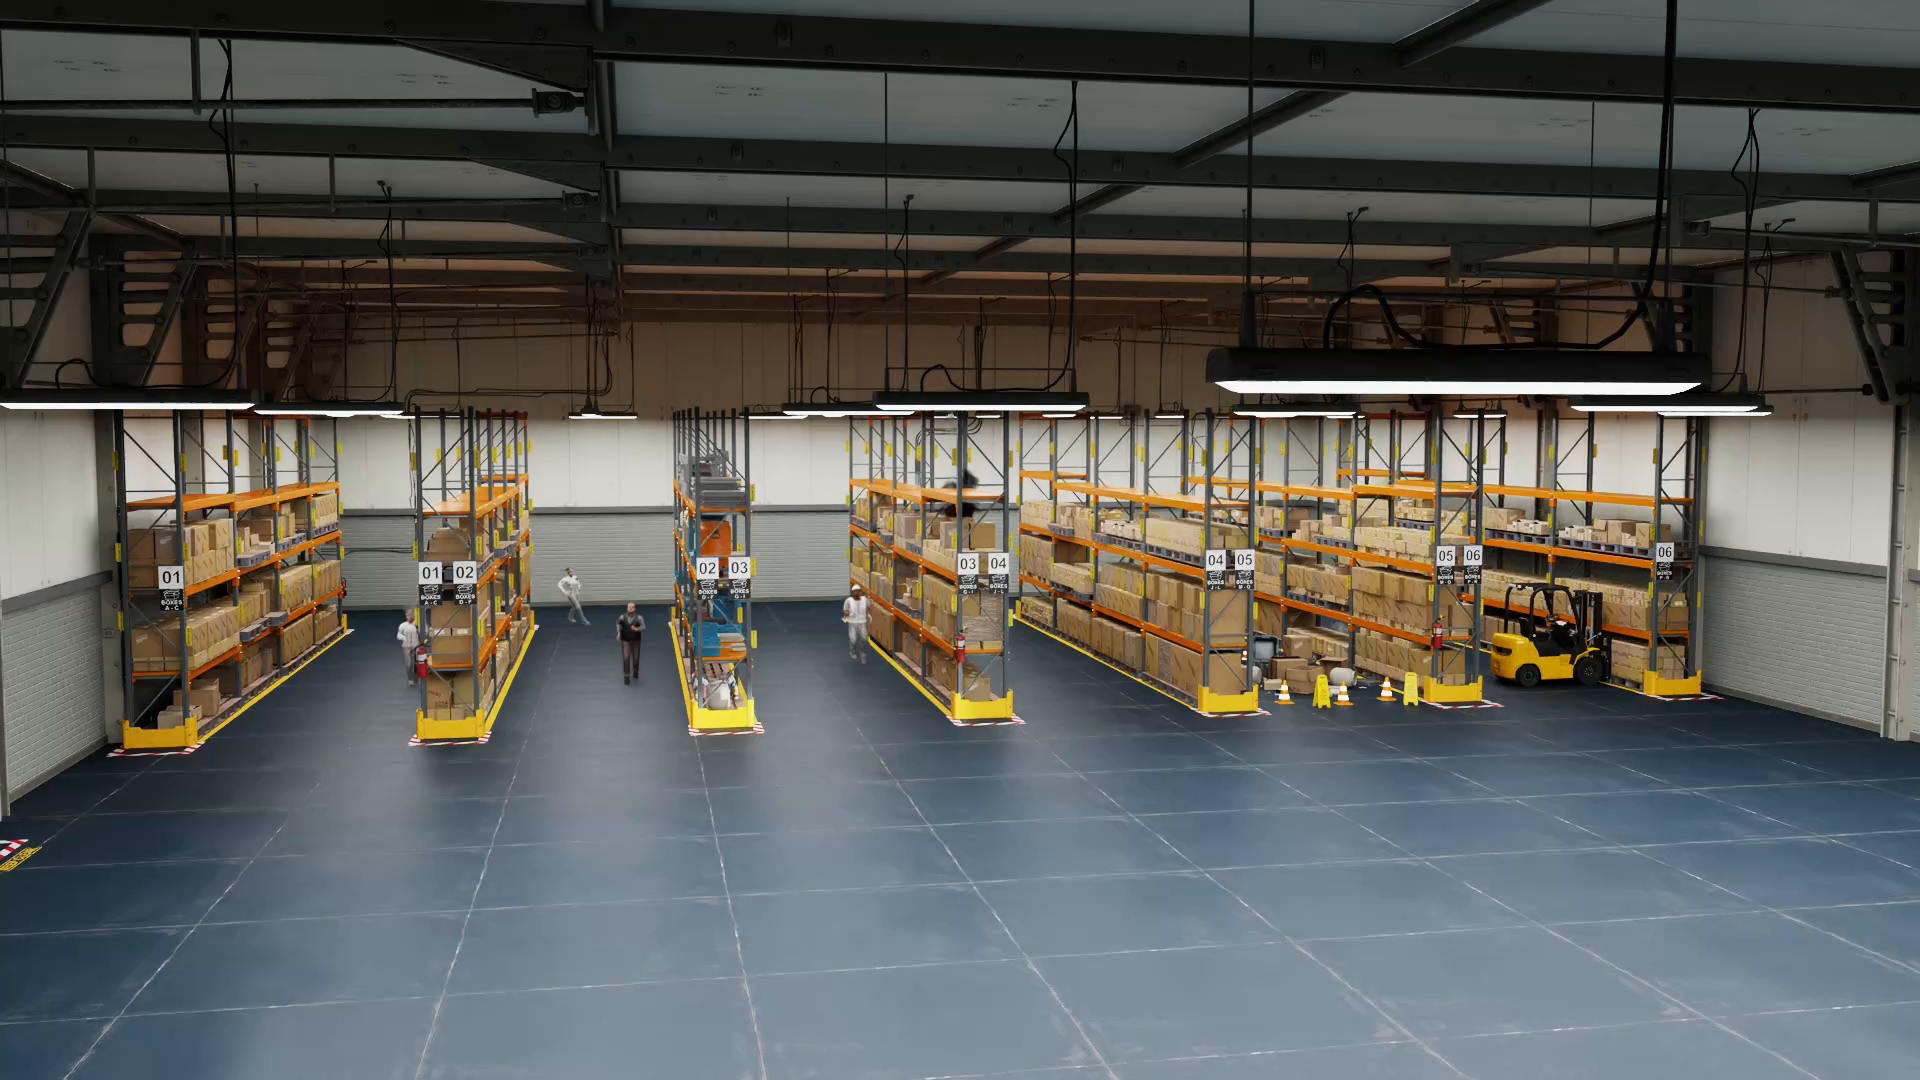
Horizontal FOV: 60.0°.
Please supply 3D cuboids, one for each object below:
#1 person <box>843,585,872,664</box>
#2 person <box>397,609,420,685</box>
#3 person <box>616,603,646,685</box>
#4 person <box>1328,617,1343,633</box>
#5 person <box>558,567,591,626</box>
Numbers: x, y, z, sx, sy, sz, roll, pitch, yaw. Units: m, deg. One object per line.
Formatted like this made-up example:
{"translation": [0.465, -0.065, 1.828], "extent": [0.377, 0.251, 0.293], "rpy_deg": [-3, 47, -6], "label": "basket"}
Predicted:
{"translation": [-2.333, 1.943, 38.009], "extent": [0.697, 1.820, 0.673], "rpy_deg": [-1, 4, -11], "label": "person"}
{"translation": [-11.867, 2.321, 35.999], "extent": [0.600, 1.657, 0.566], "rpy_deg": [-1, 4, -19], "label": "person"}
{"translation": [-7.208, 2.245, 36.452], "extent": [0.645, 1.731, 0.904], "rpy_deg": [-1, 4, -10], "label": "person"}
{"translation": [9.935, 1.825, 43.725], "extent": [0.521, 1.597, 0.714], "rpy_deg": [-1, 4, -8], "label": "person"}
{"translation": [-10.868, 1.571, 46.649], "extent": [0.851, 1.661, 0.649], "rpy_deg": [3, 5, 35], "label": "person"}
